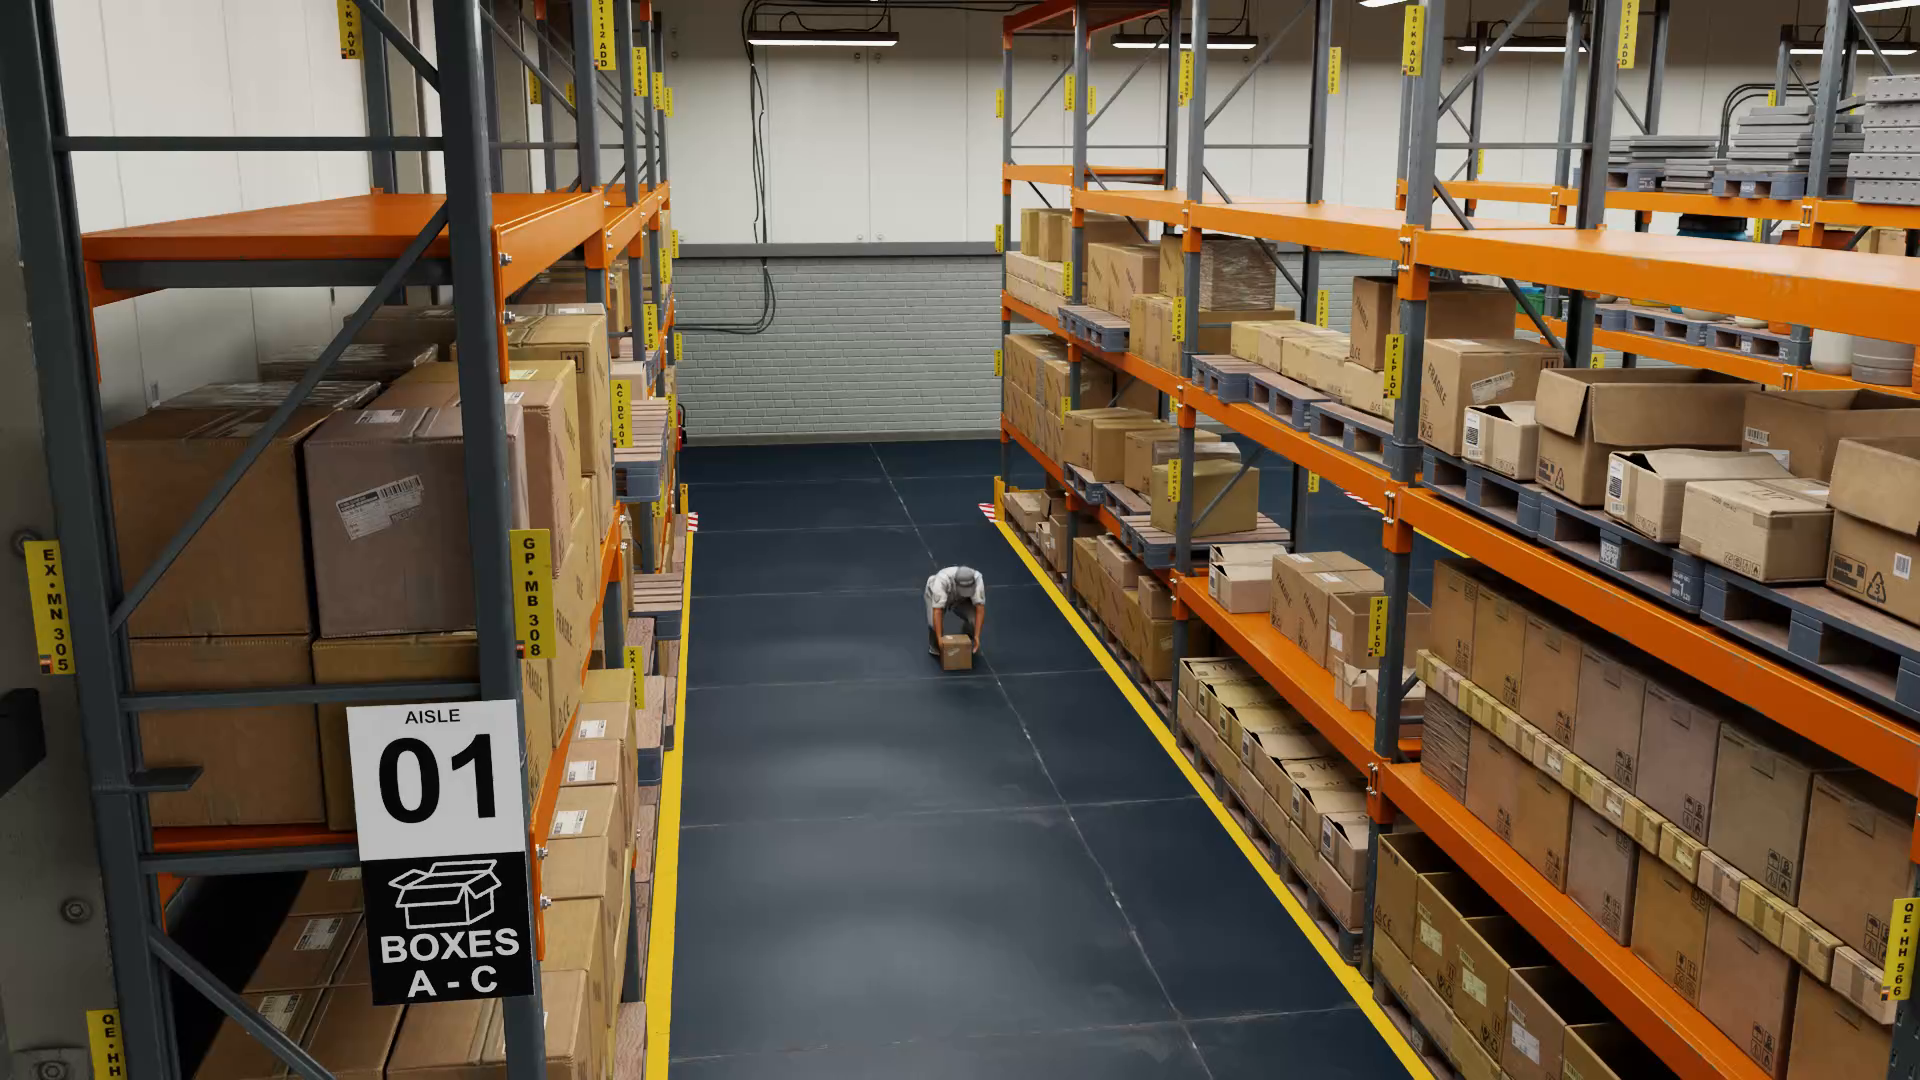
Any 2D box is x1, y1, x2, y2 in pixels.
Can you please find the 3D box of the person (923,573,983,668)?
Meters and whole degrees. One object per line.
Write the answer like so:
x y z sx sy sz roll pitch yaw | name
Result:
-0.054 0.702 15.055 0.505 0.757 0.935 -2 13 -10 | person
